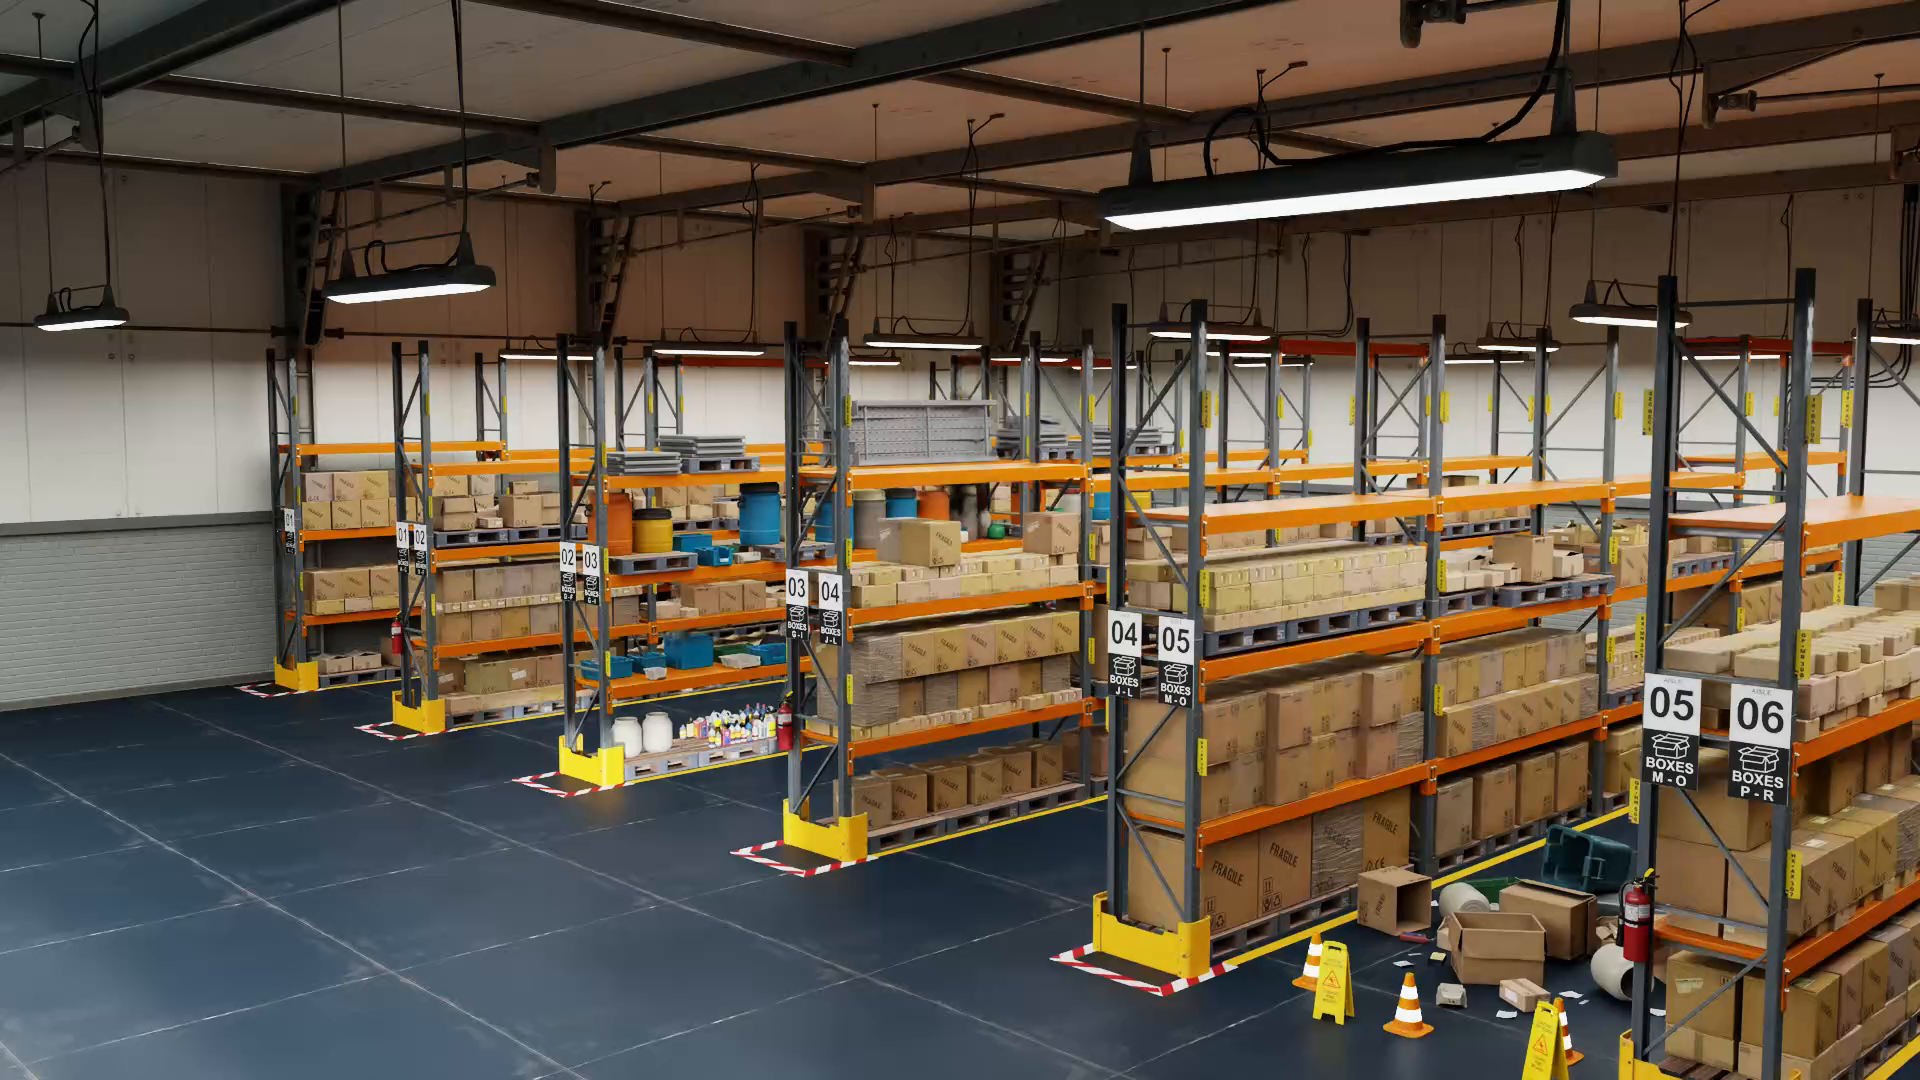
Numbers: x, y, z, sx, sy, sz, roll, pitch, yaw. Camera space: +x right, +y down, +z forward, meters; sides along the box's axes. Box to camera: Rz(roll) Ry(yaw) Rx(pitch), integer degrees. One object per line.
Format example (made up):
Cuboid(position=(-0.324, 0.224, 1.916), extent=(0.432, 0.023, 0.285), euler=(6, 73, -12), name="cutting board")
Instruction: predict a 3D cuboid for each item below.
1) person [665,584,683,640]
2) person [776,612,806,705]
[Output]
Cuboid(position=(-5.353, 1.641, 31.196), extent=(0.611, 1.649, 0.569), euler=(4, 6, 40), name="person")
Cuboid(position=(-2.836, 1.931, 27.893), extent=(0.543, 1.586, 0.849), euler=(3, 6, 32), name="person")
